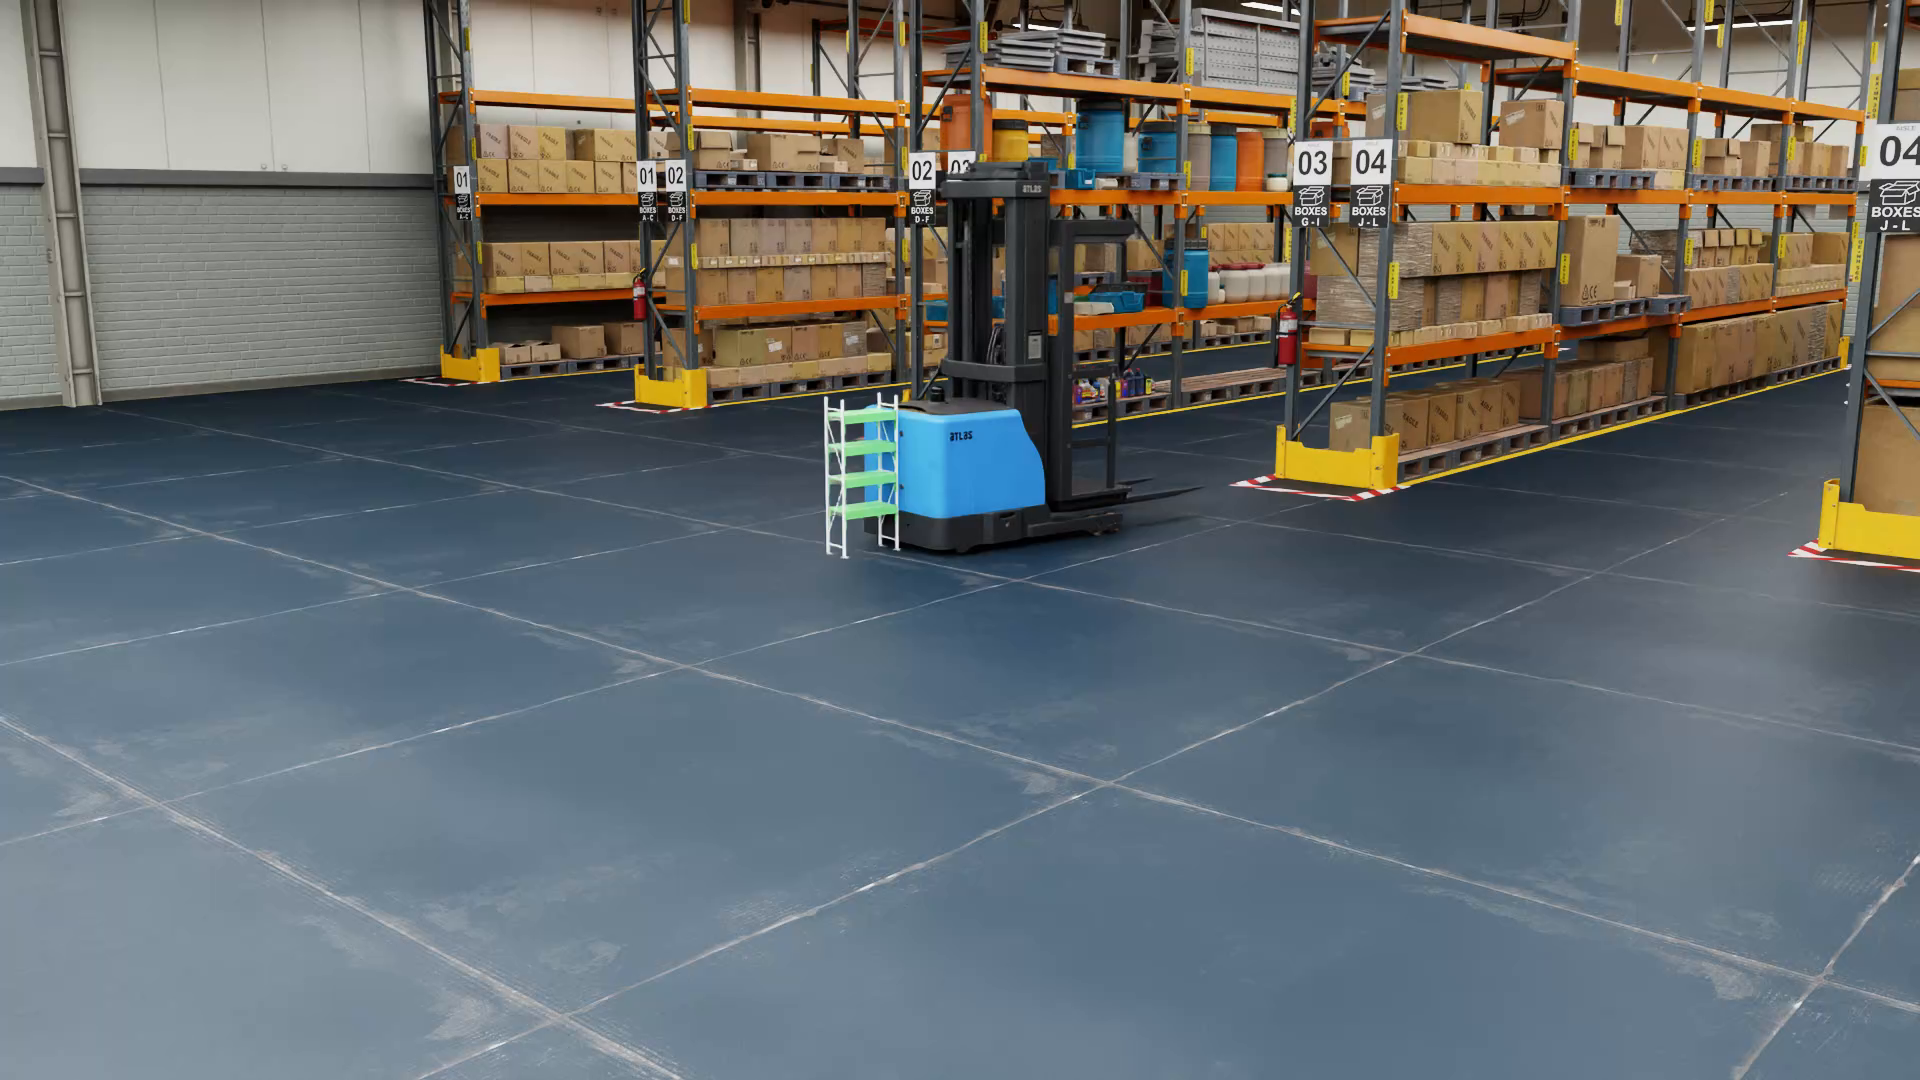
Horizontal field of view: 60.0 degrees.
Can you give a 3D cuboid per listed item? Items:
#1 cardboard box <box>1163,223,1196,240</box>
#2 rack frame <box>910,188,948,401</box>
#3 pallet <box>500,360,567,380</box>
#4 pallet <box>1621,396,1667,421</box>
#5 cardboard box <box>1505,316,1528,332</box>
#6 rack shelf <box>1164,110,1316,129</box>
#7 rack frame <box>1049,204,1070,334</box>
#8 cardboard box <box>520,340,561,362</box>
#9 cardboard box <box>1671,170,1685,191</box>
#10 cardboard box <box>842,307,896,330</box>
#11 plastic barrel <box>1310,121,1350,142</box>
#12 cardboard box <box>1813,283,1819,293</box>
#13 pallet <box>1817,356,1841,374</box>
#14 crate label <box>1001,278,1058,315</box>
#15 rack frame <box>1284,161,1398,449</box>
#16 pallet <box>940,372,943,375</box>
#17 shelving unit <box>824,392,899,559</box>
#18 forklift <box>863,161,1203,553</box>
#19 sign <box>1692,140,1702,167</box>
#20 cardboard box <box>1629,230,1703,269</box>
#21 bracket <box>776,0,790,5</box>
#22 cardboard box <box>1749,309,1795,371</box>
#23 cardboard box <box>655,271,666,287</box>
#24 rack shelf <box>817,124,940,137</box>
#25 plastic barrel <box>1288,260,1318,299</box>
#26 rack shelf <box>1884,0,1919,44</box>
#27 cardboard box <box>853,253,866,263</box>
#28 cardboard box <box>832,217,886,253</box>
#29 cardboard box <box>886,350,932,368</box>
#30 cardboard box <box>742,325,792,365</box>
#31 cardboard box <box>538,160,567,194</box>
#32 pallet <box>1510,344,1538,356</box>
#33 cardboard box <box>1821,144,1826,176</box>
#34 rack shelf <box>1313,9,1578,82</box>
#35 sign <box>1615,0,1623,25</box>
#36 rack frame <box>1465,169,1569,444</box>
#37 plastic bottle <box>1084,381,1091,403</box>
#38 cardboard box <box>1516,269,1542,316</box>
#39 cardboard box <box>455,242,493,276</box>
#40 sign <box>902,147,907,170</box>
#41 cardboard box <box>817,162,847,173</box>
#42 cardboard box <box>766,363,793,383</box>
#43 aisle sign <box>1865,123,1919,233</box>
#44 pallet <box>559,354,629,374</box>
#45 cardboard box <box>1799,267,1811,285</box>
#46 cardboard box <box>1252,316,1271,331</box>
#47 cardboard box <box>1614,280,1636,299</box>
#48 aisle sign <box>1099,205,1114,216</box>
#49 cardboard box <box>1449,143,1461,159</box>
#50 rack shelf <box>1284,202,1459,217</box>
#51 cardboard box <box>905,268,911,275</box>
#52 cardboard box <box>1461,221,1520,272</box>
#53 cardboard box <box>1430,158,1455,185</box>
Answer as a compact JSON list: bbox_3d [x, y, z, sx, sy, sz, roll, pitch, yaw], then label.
[{"bbox_3d":[4.187,-5.719,31.379,0.500,0.500,0.500,10,15,41],"label":"cardboard box"},{"bbox_3d":[-0.155,-2.665,18.898,1.000,3.000,0.127,10,15,40],"label":"rack frame"},{"bbox_3d":[-6.984,-2.705,26.216,1.003,0.211,1.213,10,15,40],"label":"pallet"},{"bbox_3d":[8.329,-1.720,21.283,1.003,0.211,1.213,10,15,40],"label":"pallet"},{"bbox_3d":[5.821,-2.305,17.735,0.380,0.149,0.250,10,15,40],"label":"cardboard box"},{"bbox_3d":[5.368,-7.954,31.903,1.077,0.370,4.000,10,15,40],"label":"rack shelf"},{"bbox_3d":[1.407,-4.483,28.000,1.000,3.000,0.127,10,15,40],"label":"rack frame"},{"bbox_3d":[-6.696,-3.018,26.403,0.500,0.311,0.500,-11,15,-43],"label":"cardboard box"},{"bbox_3d":[8.717,-4.498,20.797,0.500,0.250,0.500,10,15,40],"label":"cardboard box"},{"bbox_3d":[-1.732,-4.366,31.830,0.750,0.750,0.750,10,15,40],"label":"cardboard box"},{"bbox_3d":[5.503,-5.813,24.830,0.600,0.830,0.708,10,15,40],"label":"plastic barrel"},{"bbox_3d":[13.130,-3.936,25.901,0.380,0.149,0.250,10,15,41],"label":"cardboard box"},{"bbox_3d":[13.658,-2.884,27.111,1.003,0.211,1.213,10,15,40],"label":"pallet"},{"bbox_3d":[0.857,-2.989,20.425,0.502,0.435,0.616,10,15,40],"label":"crate label"},{"bbox_3d":[3.565,-2.025,15.692,1.000,3.000,0.127,10,15,40],"label":"rack frame"},{"bbox_3d":[0.029,-2.821,26.797,1.003,0.211,1.213,10,15,40],"label":"pallet"},{"bbox_3d":[-0.743,-0.494,12.620,0.503,1.200,0.258,-9,14,-37],"label":"shelving unit"},{"bbox_3d":[0.706,-1.546,13.467,3.031,2.935,1.130,-9,14,-37],"label":"forklift"},{"bbox_3d":[9.252,-4.856,20.887,0.100,0.325,0.005,10,15,40],"label":"sign"},{"bbox_3d":[9.341,-3.849,22.005,0.797,0.503,0.637,10,15,42],"label":"cardboard box"},{"bbox_3d":[-3.283,-9.766,29.942,0.235,0.232,0.430,10,15,40],"label":"bracket"},{"bbox_3d":[11.982,-3.041,25.133,0.875,0.875,0.875,10,15,40],"label":"cardboard box"},{"bbox_3d":[-5.042,-4.362,27.725,0.500,0.250,0.500,10,15,40],"label":"cardboard box"},{"bbox_3d":[-0.996,-7.811,32.199,1.077,0.370,4.000,10,15,40],"label":"rack shelf"},{"bbox_3d":[5.047,-3.802,24.240,0.600,0.536,0.708,10,15,40],"label":"plastic barrel"},{"bbox_3d":[8.545,-4.056,13.402,1.077,0.370,4.000,10,15,40],"label":"rack shelf"},{"bbox_3d":[-1.587,-4.119,24.266,0.380,0.149,0.250,9,15,39],"label":"cardboard box"},{"bbox_3d":[-1.521,-4.514,24.586,0.700,0.500,0.500,10,15,41],"label":"cardboard box"},{"bbox_3d":[-0.781,-2.780,25.418,0.500,0.250,0.500,9,15,39],"label":"cardboard box"},{"bbox_3d":[-2.703,-2.731,23.259,0.500,0.500,0.500,10,15,40],"label":"cardboard box"},{"bbox_3d":[-6.467,-5.644,25.847,0.500,0.500,0.500,11,16,43],"label":"cardboard box"},{"bbox_3d":[9.833,-3.536,30.375,1.003,0.211,1.213,10,15,40],"label":"pallet"},{"bbox_3d":[13.057,-5.921,25.957,0.700,0.500,0.500,9,14,37],"label":"cardboard box"},{"bbox_3d":[4.886,-4.907,16.648,1.077,0.370,4.000,10,15,40],"label":"rack shelf"},{"bbox_3d":[8.427,-6.751,21.247,0.100,0.325,0.005,10,15,40],"label":"sign"},{"bbox_3d":[6.206,-2.614,18.638,1.000,3.000,0.127,10,15,40],"label":"rack frame"},{"bbox_3d":[1.568,-1.835,20.582,0.097,0.271,0.097,0,11,0],"label":"plastic bottle"},{"bbox_3d":[5.862,-2.750,18.308,0.875,0.500,0.500,10,15,40],"label":"cardboard box"},{"bbox_3d":[-7.446,-4.347,25.735,0.500,0.500,0.500,10,15,40],"label":"cardboard box"},{"bbox_3d":[-0.815,-5.587,24.343,0.100,0.325,0.005,10,15,40],"label":"sign"},{"bbox_3d":[-1.824,-5.304,23.664,0.380,0.149,0.250,10,15,40],"label":"cardboard box"},{"bbox_3d":[-2.695,-2.362,23.325,0.500,0.250,0.500,10,15,40],"label":"cardboard box"},{"bbox_3d":[6.952,-2.672,12.294,0.394,0.787,0.004,10,15,40],"label":"aisle sign"},{"bbox_3d":[-6.179,-2.884,27.110,1.003,0.211,1.213,10,15,40],"label":"pallet"},{"bbox_3d":[12.663,-4.048,25.442,0.500,0.250,0.500,10,15,42],"label":"cardboard box"},{"bbox_3d":[5.865,-4.280,32.879,0.500,0.250,0.500,10,15,40],"label":"cardboard box"},{"bbox_3d":[7.948,-3.062,20.154,0.396,0.266,0.258,9,15,39],"label":"cardboard box"},{"bbox_3d":[3.238,-7.547,36.701,0.394,0.787,0.004,10,15,40],"label":"aisle sign"},{"bbox_3d":[4.636,-3.773,16.152,0.380,0.149,0.250,10,15,40],"label":"cardboard box"},{"bbox_3d":[6.446,-5.255,26.041,1.077,0.370,4.000,10,15,40],"label":"rack shelf"},{"bbox_3d":[-1.096,-5.221,32.285,0.380,0.149,0.250,10,15,41],"label":"cardboard box"},{"bbox_3d":[5.456,-3.050,17.255,0.500,0.500,0.500,10,15,40],"label":"cardboard box"},{"bbox_3d":[4.413,-3.537,15.984,0.500,0.250,0.500,9,15,39],"label":"cardboard box"}]
